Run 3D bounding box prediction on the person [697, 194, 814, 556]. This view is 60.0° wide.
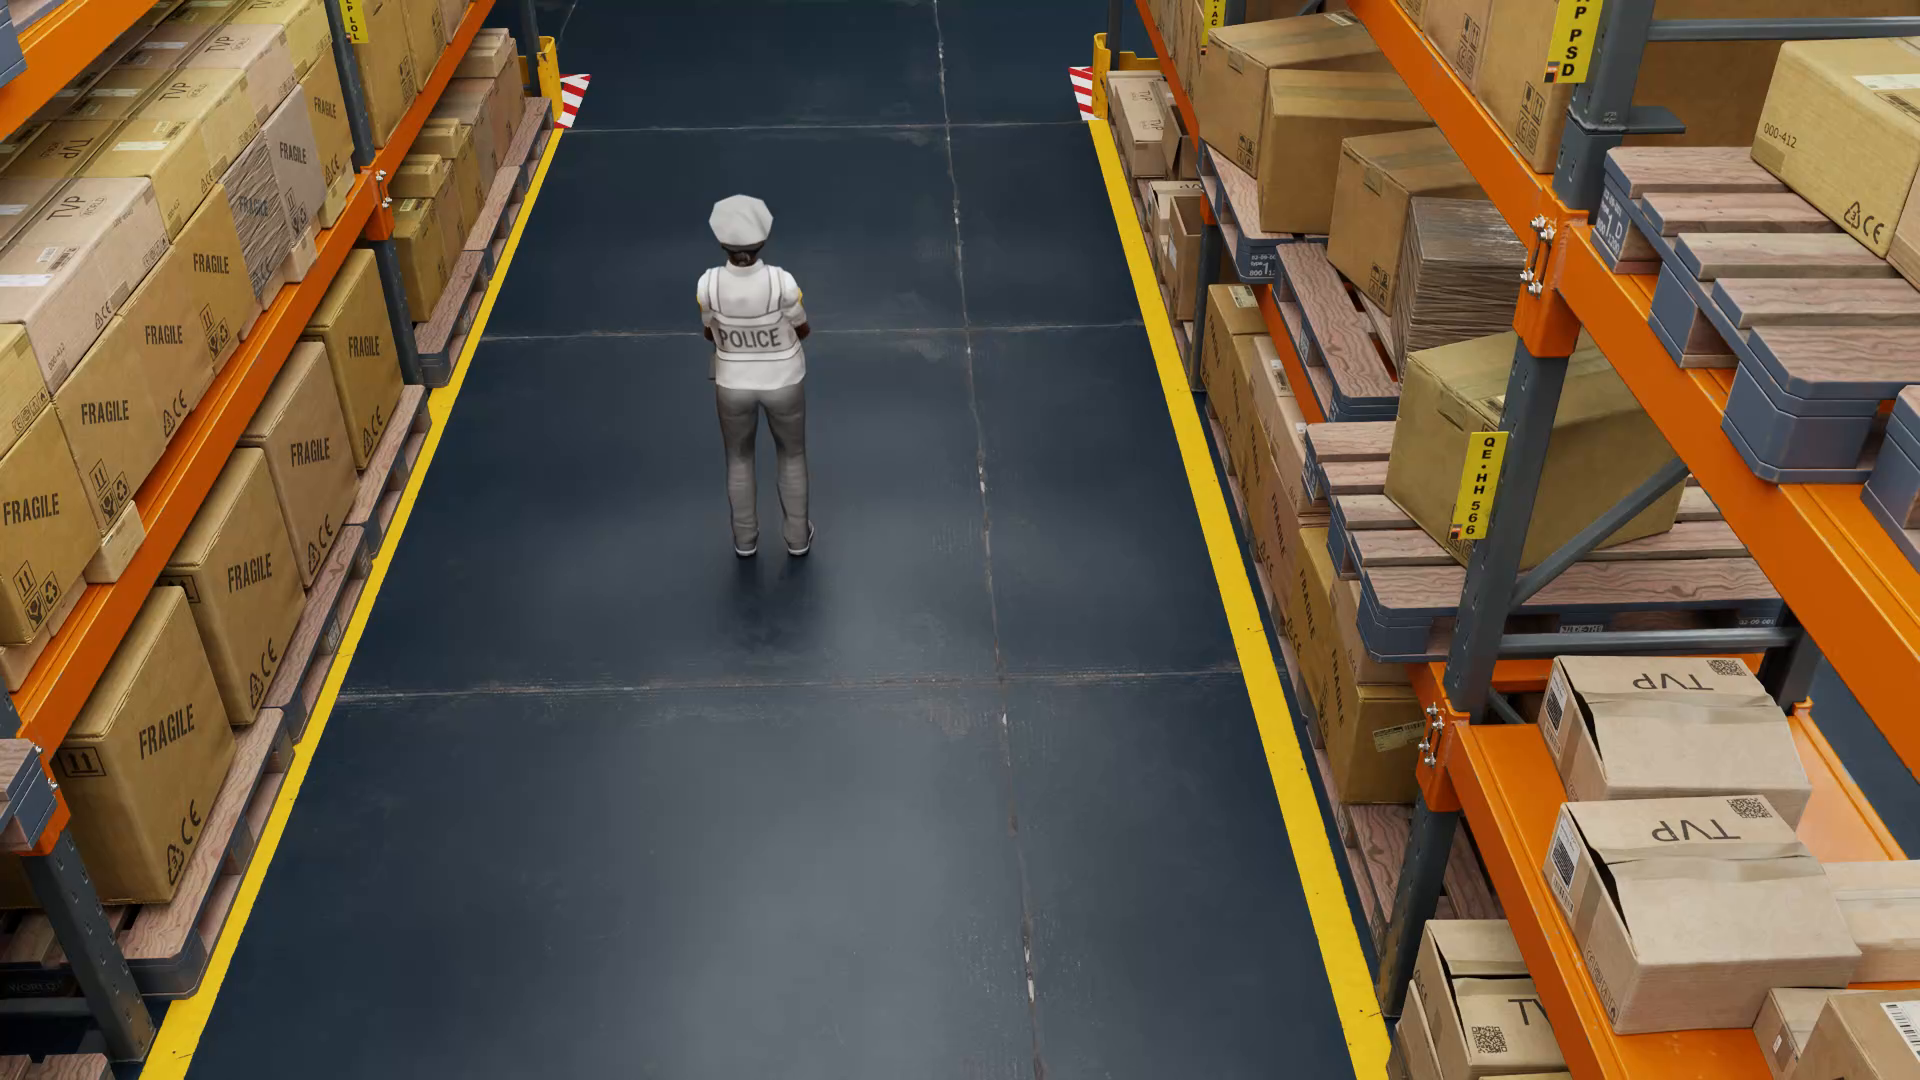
[{"bbox_3d":[-0.853,-0.715,7.131,0.451,1.689,0.527,-1,35,-1],"label":"person"}]
